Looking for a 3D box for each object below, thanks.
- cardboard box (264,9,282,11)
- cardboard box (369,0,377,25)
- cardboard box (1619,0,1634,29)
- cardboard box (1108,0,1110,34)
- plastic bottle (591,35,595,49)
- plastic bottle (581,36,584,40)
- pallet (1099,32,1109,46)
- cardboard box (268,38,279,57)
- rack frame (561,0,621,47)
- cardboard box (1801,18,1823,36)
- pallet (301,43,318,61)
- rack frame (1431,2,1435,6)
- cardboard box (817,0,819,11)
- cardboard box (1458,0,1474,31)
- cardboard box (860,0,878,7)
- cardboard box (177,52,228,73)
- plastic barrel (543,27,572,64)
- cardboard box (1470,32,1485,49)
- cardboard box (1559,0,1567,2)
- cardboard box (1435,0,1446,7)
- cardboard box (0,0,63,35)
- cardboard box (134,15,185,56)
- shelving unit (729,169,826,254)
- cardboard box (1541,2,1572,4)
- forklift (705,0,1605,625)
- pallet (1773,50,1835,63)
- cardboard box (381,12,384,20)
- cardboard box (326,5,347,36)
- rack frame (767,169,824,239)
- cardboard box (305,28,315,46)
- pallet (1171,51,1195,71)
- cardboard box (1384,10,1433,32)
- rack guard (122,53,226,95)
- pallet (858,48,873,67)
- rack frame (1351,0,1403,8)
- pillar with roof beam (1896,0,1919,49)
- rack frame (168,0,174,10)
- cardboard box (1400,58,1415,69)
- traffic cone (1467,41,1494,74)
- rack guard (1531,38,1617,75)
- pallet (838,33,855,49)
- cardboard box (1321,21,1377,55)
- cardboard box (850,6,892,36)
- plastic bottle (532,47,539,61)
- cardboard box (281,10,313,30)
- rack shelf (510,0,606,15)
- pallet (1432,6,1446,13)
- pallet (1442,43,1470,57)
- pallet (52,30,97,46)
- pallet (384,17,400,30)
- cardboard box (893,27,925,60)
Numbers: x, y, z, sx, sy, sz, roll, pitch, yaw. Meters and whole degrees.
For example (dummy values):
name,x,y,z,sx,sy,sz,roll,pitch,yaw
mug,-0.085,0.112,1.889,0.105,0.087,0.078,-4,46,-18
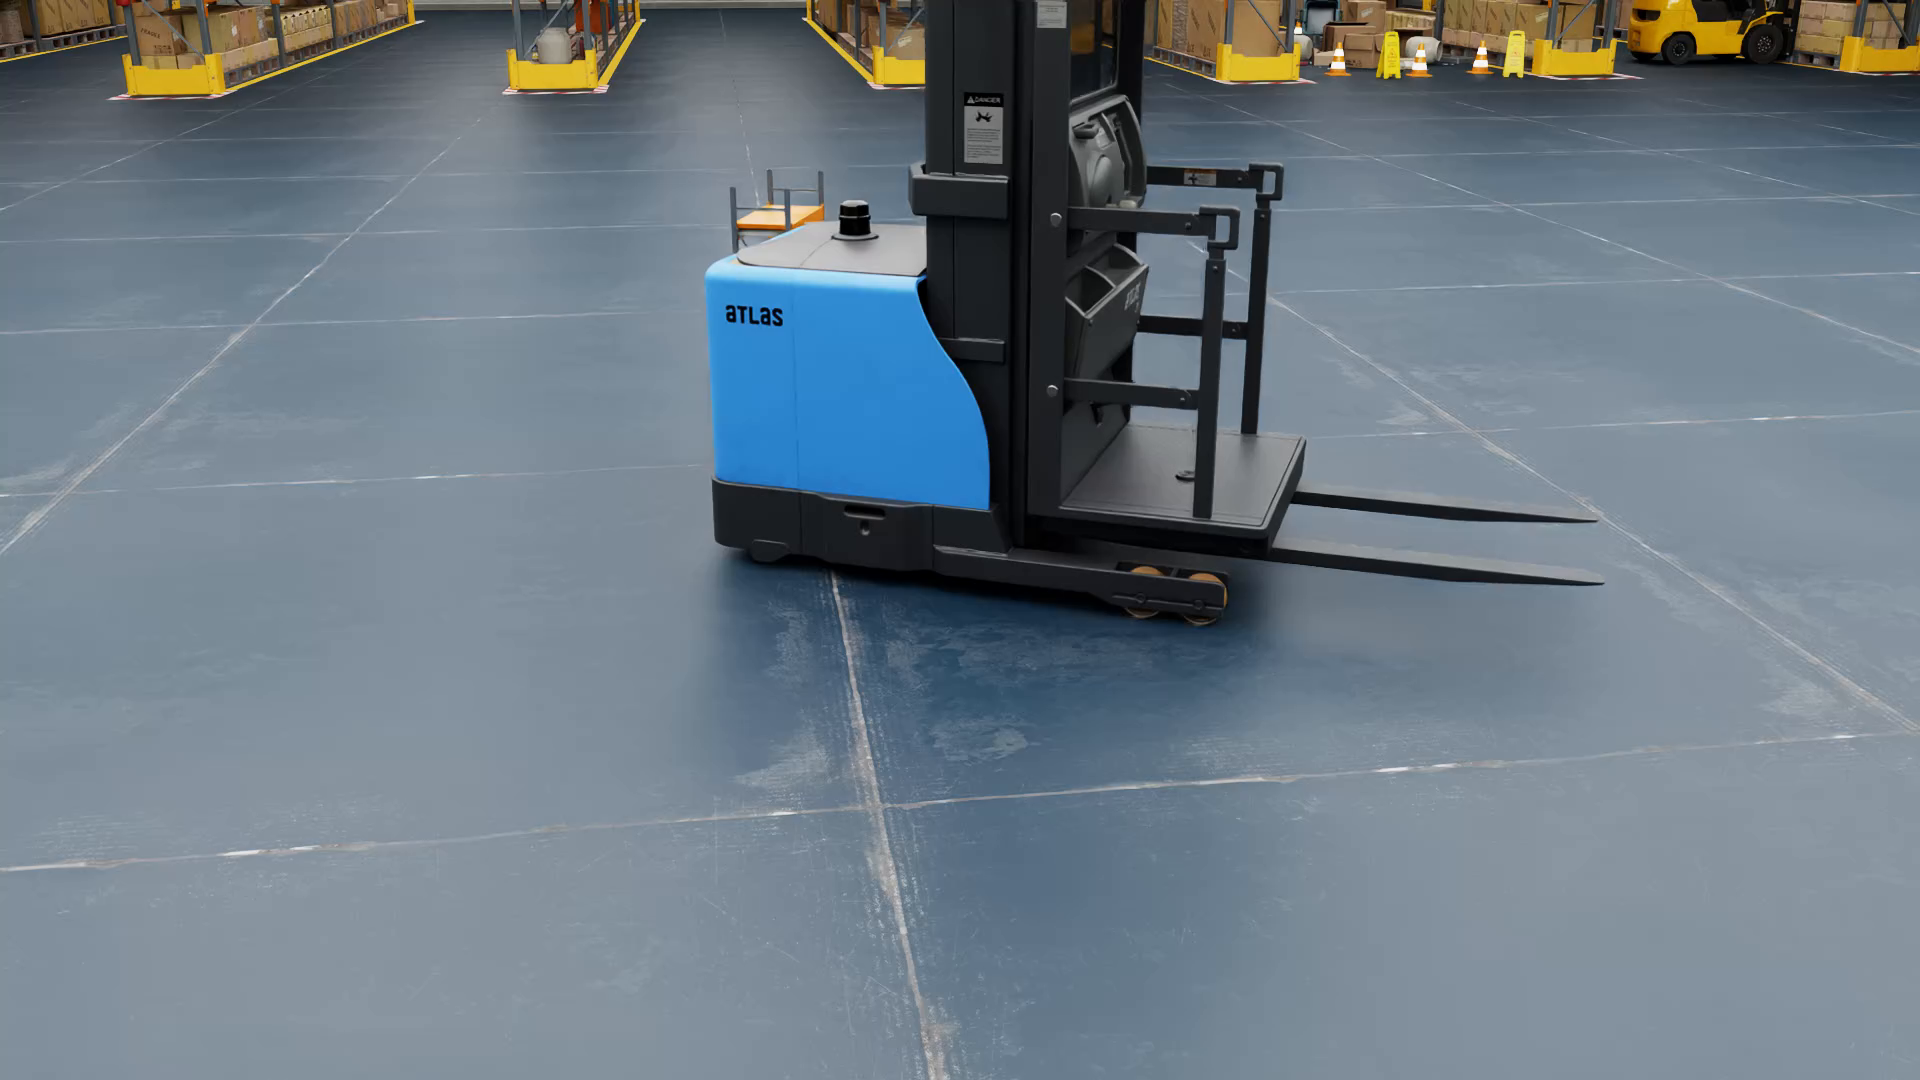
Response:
name,x,y,z,sx,sy,sz,roll,pitch,yaw
cardboard box,-11.641,-8.753,27.894,0.500,0.311,0.500,-3,21,-9
cardboard box,-11.803,-10.400,32.718,0.500,0.500,0.500,-3,21,-8
cardboard box,13.118,-10.028,31.572,0.875,0.625,0.625,-2,21,-6
cardboard box,3.273,-9.475,29.912,1.050,0.750,0.750,-3,21,-7
plastic bottle,-5.651,-7.578,25.377,0.144,0.351,0.185,-3,21,-8
plastic bottle,-5.748,-7.533,25.351,0.061,0.283,0.133,-3,21,-8
pallet,3.184,-9.267,30.725,1.003,0.211,1.213,-3,21,-8
cardboard box,-10.722,-7.510,25.367,0.500,0.250,0.500,-3,21,-8
rack frame,-6.679,-10.385,29.734,1.000,3.000,0.127,-3,21,-8
cardboard box,13.652,-8.086,26.194,0.500,0.250,0.500,-3,21,-8
pallet,-11.329,-8.122,27.659,1.003,0.211,1.213,-3,21,-8
rack frame,11.786,-14.156,39.831,1.000,3.000,0.127,-3,21,-8
cardboard box,-2.760,-12.388,37.534,0.875,0.875,0.875,-3,21,-8
cardboard box,8.512,-8.607,27.231,0.500,0.500,0.500,-2,21,-6
cardboard box,-1.565,-9.607,29.524,0.500,0.250,0.500,-1,20,-2
cardboard box,-10.286,-6.472,22.587,0.500,0.250,0.500,-3,21,-8
plastic barrel,-5.769,-7.044,23.744,0.421,0.512,0.421,0,20,0
cardboard box,8.590,-8.072,26.872,0.500,0.250,0.500,-3,21,-8
cardboard box,12.526,-10.902,34.091,0.500,0.500,0.500,-2,21,-5
cardboard box,11.781,-12.967,39.614,0.797,0.503,0.637,-4,21,-10
cardboard box,-16.459,-9.336,29.398,0.750,0.750,0.750,-3,21,-8
cardboard box,-10.800,-6.797,22.385,0.500,0.500,0.500,-3,21,-8
shelving unit,-0.729,-0.885,6.872,0.258,1.200,0.503,4,21,10
cardboard box,9.255,-8.107,25.892,0.500,0.500,0.500,-4,21,-10
forklift,0.684,-1.302,5.514,3.031,2.935,1.130,6,21,17
pallet,13.769,-7.994,27.318,1.003,0.211,1.213,-3,21,-8
cardboard box,-12.139,-10.855,34.414,0.380,0.166,0.250,-3,21,-8
cardboard box,-11.364,-9.343,29.889,0.500,0.500,0.500,-2,21,-5
rack frame,-0.683,-0.969,7.096,0.240,1.200,0.015,4,21,10
cardboard box,-11.040,-8.345,27.601,0.500,0.250,0.500,-3,21,-7
pallet,3.932,-7.468,25.910,1.003,0.211,1.213,-3,21,-8
cardboard box,8.214,-9.649,30.919,0.950,0.372,0.625,-3,21,-9
rack guard,-10.425,-6.187,22.067,1.175,0.500,0.348,-3,21,-8
pallet,-1.070,-7.713,26.565,1.003,0.211,1.213,-3,21,-8
rack frame,8.028,-11.134,31.741,1.000,3.000,0.127,-3,21,-8
pillar with roof beam,10.624,-11.496,24.135,9.100,9.000,0.400,-3,21,-8
rack frame,-17.636,-12.655,35.812,1.000,3.000,0.127,-3,21,-8
cardboard box,6.994,-7.381,25.765,0.380,0.149,0.250,8,22,20
traffic cone,7.843,-7.260,24.993,0.336,0.463,0.334,-3,21,-8
rack guard,9.171,-7.220,24.832,1.175,0.500,0.348,-3,21,-8
pallet,-1.667,-9.058,30.166,1.003,0.211,1.213,-3,21,-8
cardboard box,6.280,-8.063,26.890,0.797,0.637,0.503,-3,21,-8
cardboard box,-1.569,-9.247,29.632,0.700,0.500,0.500,-5,21,-12
plastic bottle,-6.225,-7.124,24.373,0.097,0.201,0.097,0,20,0
cardboard box,-11.041,-8.611,27.511,0.500,0.311,0.500,-2,21,-6
rack shelf,-5.815,-7.970,24.297,1.077,0.370,4.000,-3,21,-8
pallet,11.913,-12.547,39.509,1.003,0.211,1.213,-3,21,-8
pallet,8.737,-8.212,27.903,1.003,0.211,1.213,-3,21,-8
pallet,-16.695,-9.277,30.753,1.003,0.211,1.213,-3,21,-8
pallet,-12.435,-10.876,35.034,1.003,0.211,1.213,-3,21,-8
cardboard box,-0.698,-7.108,23.931,0.500,0.500,0.500,1,20,2
